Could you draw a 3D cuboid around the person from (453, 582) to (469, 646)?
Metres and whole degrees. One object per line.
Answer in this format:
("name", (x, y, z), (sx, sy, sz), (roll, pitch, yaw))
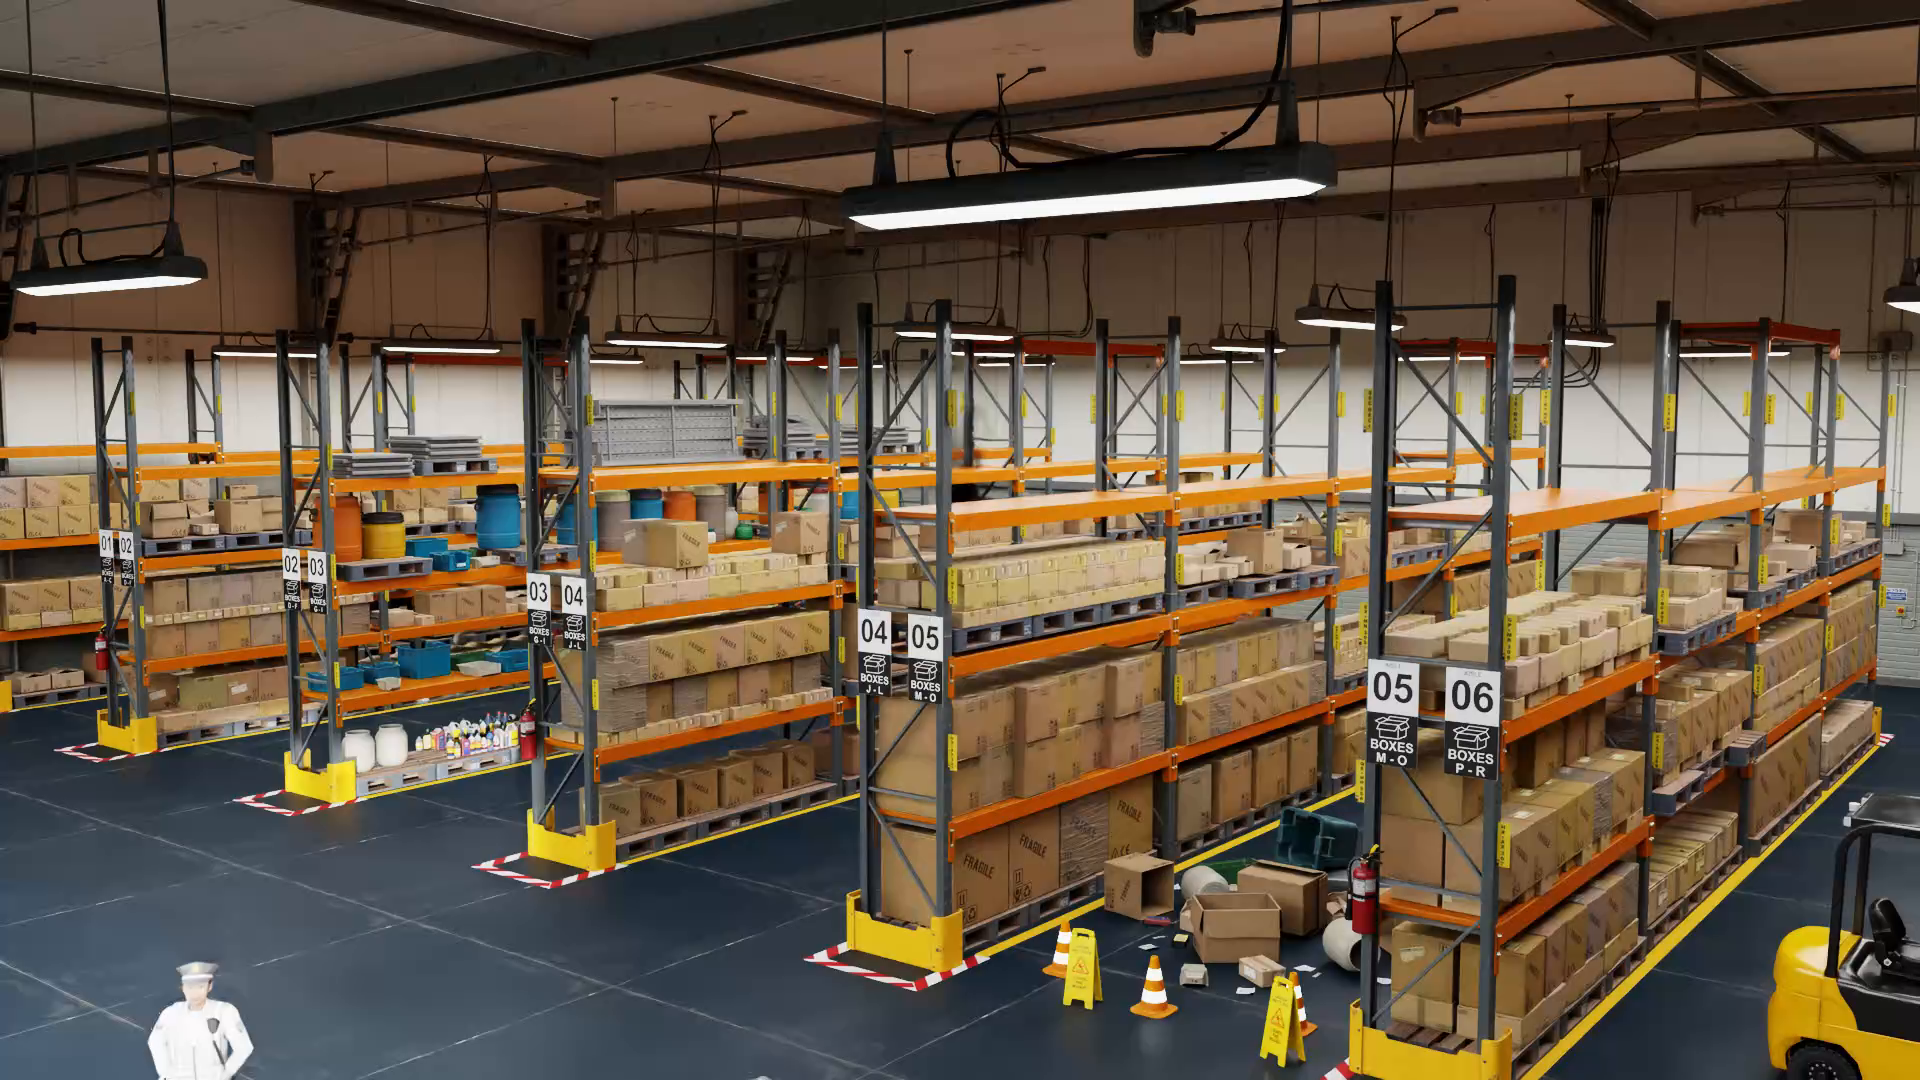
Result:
("person", (-9.275, 1.570, 30.892), (0.691, 1.775, 0.944), (4, 6, 37))

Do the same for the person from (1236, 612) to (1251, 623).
("person", (4.614, 1.950, 27.049), (0.668, 1.758, 0.809), (3, 6, 30))

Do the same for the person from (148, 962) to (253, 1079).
("person", (-4.740, 3.440, 10.381), (0.618, 1.691, 0.820), (-1, 5, -16))
